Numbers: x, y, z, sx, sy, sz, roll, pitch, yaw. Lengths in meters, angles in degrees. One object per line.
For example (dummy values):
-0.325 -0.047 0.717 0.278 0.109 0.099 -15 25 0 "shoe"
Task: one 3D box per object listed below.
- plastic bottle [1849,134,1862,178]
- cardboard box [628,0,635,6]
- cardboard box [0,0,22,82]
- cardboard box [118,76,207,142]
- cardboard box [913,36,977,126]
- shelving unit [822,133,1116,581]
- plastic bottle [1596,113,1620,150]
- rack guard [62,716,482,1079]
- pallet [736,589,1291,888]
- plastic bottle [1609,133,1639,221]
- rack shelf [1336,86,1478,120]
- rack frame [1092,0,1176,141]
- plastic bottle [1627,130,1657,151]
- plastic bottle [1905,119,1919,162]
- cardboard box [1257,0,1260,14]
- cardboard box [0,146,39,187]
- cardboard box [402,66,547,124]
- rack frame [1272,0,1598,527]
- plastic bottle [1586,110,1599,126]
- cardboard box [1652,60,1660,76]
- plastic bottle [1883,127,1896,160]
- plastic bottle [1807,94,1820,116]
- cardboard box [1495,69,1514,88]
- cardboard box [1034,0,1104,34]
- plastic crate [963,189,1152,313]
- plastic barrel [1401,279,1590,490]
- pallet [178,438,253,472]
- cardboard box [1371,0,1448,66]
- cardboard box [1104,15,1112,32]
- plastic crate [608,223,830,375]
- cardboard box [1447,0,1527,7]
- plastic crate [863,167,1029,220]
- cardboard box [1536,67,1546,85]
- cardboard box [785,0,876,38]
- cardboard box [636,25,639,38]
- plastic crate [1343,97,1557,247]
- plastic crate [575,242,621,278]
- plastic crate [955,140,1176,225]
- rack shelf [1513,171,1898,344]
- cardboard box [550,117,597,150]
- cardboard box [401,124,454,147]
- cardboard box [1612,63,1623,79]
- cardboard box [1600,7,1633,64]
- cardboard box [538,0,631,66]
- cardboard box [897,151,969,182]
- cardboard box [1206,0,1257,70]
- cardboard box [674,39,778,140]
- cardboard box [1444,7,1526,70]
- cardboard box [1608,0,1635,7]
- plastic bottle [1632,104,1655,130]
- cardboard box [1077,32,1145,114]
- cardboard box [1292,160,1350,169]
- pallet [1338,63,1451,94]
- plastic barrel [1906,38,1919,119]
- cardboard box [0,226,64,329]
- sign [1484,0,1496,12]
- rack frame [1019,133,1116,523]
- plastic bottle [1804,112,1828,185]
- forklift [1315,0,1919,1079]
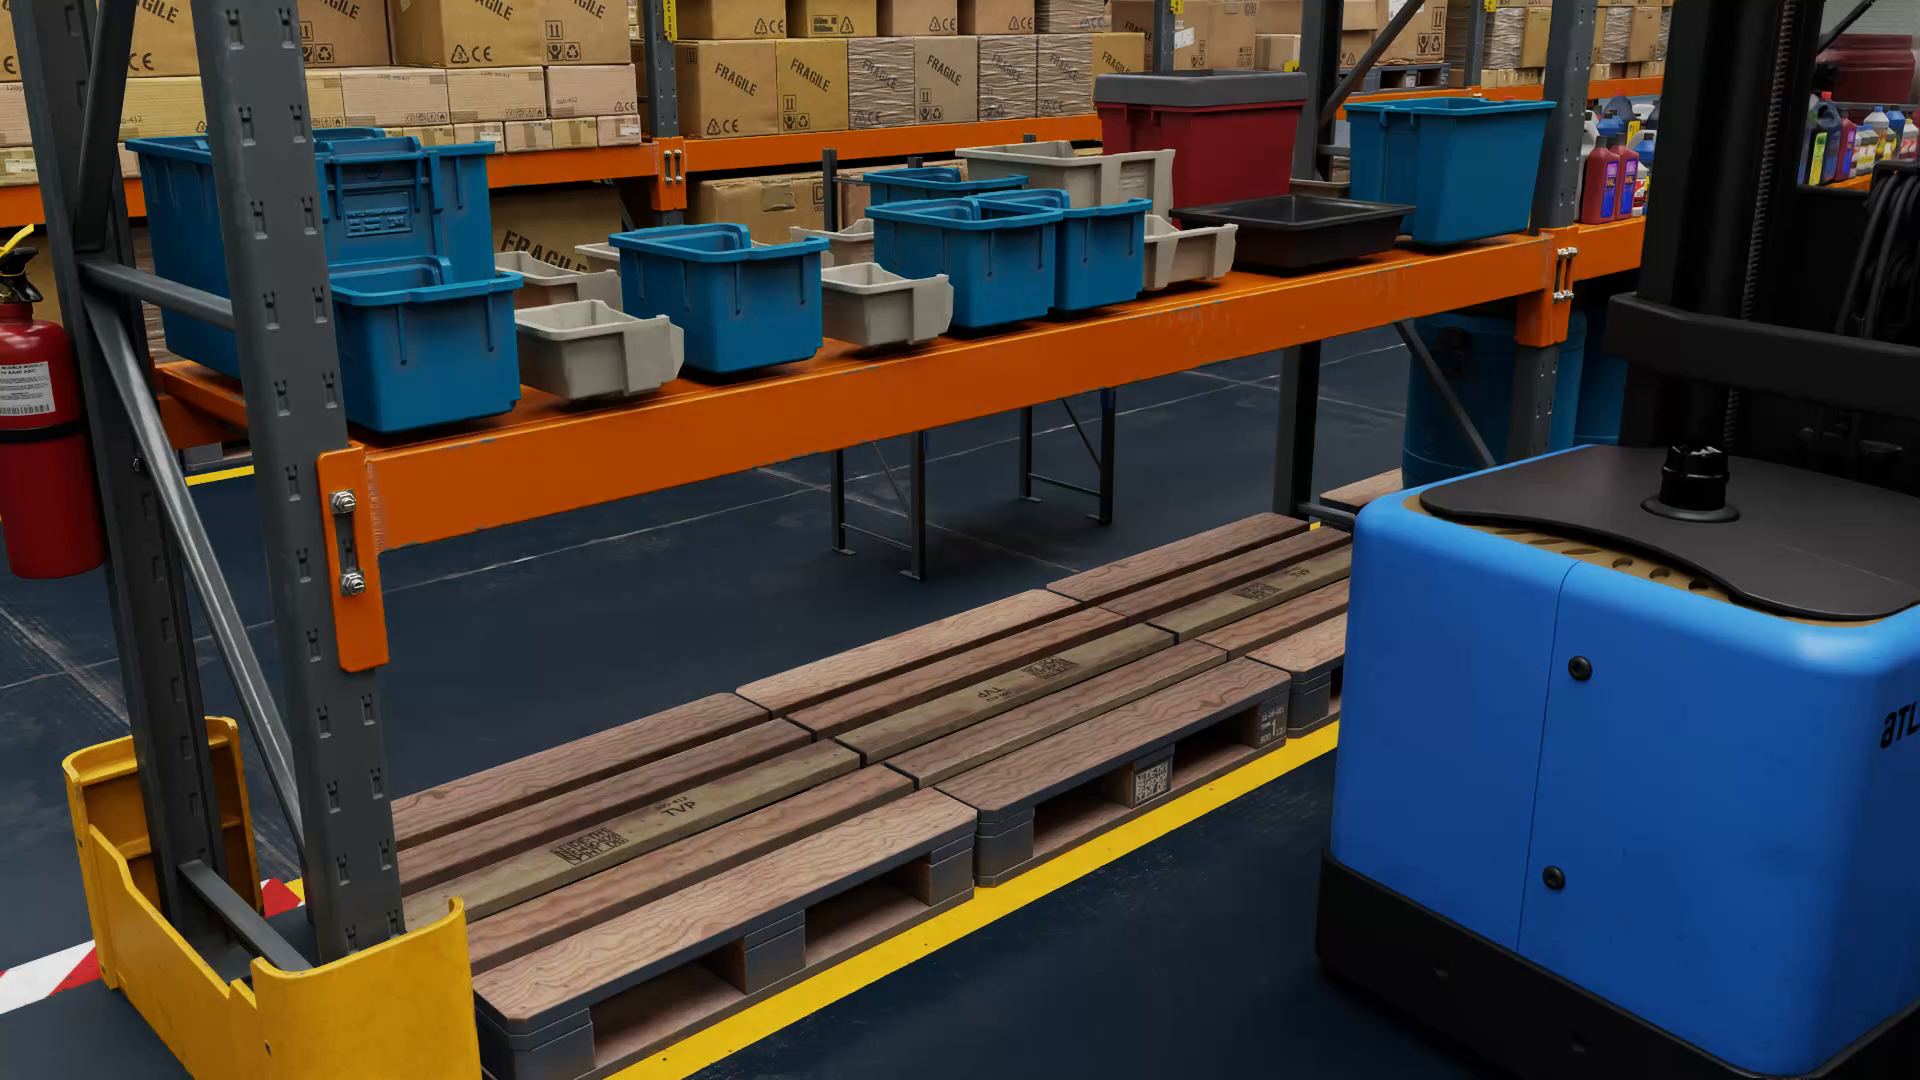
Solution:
3.698 -1.618 6.933 0.097 0.201 0.097 0 18 0 "plastic bottle"
-4.144 -6.201 19.421 0.500 0.500 0.500 17 24 42 "cardboard box"
-3.860 -2.096 6.631 0.500 0.500 0.500 -17 25 -42 "cardboard box"
-3.483 -1.851 7.090 0.500 0.250 0.500 17 25 42 "cardboard box"
-0.245 -2.782 10.040 0.500 0.500 0.500 -16 24 -40 "cardboard box"
0.062 -0.732 6.309 1.048 1.500 0.538 -16 24 -41 "shelving unit"
2.613 -1.592 6.741 0.097 0.271 0.097 0 18 0 "plastic bottle"
-1.363 0.785 3.253 0.348 0.500 1.175 -16 24 -41 "rack guard"
0.157 0.491 4.628 1.213 0.211 1.003 -16 24 -41 "pallet"
2.208 -1.215 5.556 0.133 0.283 0.061 -16 24 -41 "plastic bottle"
2.508 -3.299 12.962 4.000 0.370 1.077 -16 24 -41 "rack shelf"
1.055 -3.217 11.544 0.127 3.000 1.000 -16 24 -41 "rack frame"
2.415 -1.291 5.804 0.135 0.276 0.152 -16 24 -41 "plastic bottle"
4.193 -1.762 7.379 0.097 0.201 0.097 0 18 0 "plastic bottle"
3.237 -6.560 19.862 0.550 0.550 0.875 -16 24 -41 "cardboard box"
-3.902 -1.513 6.695 0.250 0.149 0.380 -17 25 -42 "cardboard box"
-2.366 -2.177 8.097 0.500 0.250 0.500 -15 23 -39 "cardboard box"
1.552 -1.260 5.507 0.127 3.000 1.000 -16 24 -41 "rack frame"
2.514 -1.619 6.815 0.135 0.276 0.152 -16 24 -41 "plastic bottle"
6.621 -4.633 16.319 0.250 0.149 0.380 -16 24 -41 "cardboard box"
3.981 -1.700 7.188 0.097 0.201 0.097 0 18 0 "plastic bottle"
4.026 -1.995 7.975 0.135 0.276 0.152 -16 24 -41 "plastic bottle"
4.515 -3.974 14.284 0.250 0.149 0.380 -16 24 -41 "cardboard box"
0.513 -3.591 10.907 0.637 0.503 0.797 -15 23 -39 "cardboard box"
0.225 -0.682 3.899 0.300 0.233 0.416 -16 24 -41 "plastic crate"
1.959 -0.573 6.109 0.708 0.901 0.600 -16 24 -41 "plastic barrel"
-3.344 -0.640 8.116 1.213 0.211 1.003 -16 24 -41 "pallet"
3.288 -4.413 13.579 1.000 1.000 1.000 -16 24 -40 "cardboard box"
1.271 -5.472 18.254 0.550 0.550 0.875 -16 24 -41 "cardboard box"
-0.471 -0.479 3.273 0.300 0.233 0.416 -16 24 -41 "plastic crate"
4.463 -4.768 14.061 0.500 0.500 0.500 -16 24 -41 "cardboard box"
-0.039 -0.854 4.428 0.300 0.233 0.416 -16 24 -41 "plastic crate"
5.063 -4.132 14.772 0.250 0.149 0.380 -16 24 -41 "cardboard box"
-0.886 -3.174 9.624 0.637 0.503 0.797 -16 24 -40 "cardboard box"
-2.708 -4.252 13.980 0.250 0.149 0.380 -16 24 -40 "cardboard box"
1.447 -1.105 4.959 0.575 0.384 0.392 -16 24 -41 "plastic crate"
-0.666 -0.587 3.761 0.243 0.136 0.396 -16 24 -41 "plastic crate"
0.315 -0.950 4.645 0.530 0.282 0.437 -16 24 -41 "plastic crate"
3.005 -1.341 6.925 4.000 0.370 1.077 -16 24 -41 "rack shelf"
-2.035 -2.057 8.374 0.250 0.149 0.380 -16 24 -40 "cardboard box"
-2.595 -1.894 7.870 0.250 0.149 0.380 -16 24 -40 "cardboard box"
6.072 -4.476 15.833 0.250 0.149 0.380 -16 24 -41 "cardboard box"
5.776 -4.762 15.664 0.500 0.500 0.875 -16 24 -41 "cardboard box"
-2.002 -2.639 8.306 0.500 0.500 0.500 -15 23 -39 "cardboard box"
-0.114 -2.078 10.793 0.875 0.875 1.225 -16 24 -41 "cardboard box"
1.757 -3.729 12.279 0.500 0.500 0.700 -12 22 -33 "cardboard box"
-1.345 -2.459 9.042 0.500 0.500 0.500 -16 24 -41 "cardboard box"
4.331 -4.335 14.348 0.500 0.500 0.875 -16 24 -41 "cardboard box"
5.914 -5.193 15.371 0.500 0.500 0.500 -16 24 -41 "cardboard box"
2.914 -1.735 7.174 0.135 0.276 0.152 -16 24 -41 "plastic bottle"
0.867 -3.105 11.035 0.500 0.500 0.500 -15 23 -39 "cardboard box"
3.141 -2.863 13.791 0.500 0.500 0.700 -16 24 -41 "cardboard box"
3.306 -3.844 13.789 1.213 0.211 1.003 -16 24 -41 "pallet"
5.059 -2.426 8.923 0.421 0.512 0.421 0 18 0 "plastic barrel"
-4.348 -0.865 7.052 0.875 0.875 0.875 -16 24 -41 "cardboard box"
4.345 -4.492 13.599 0.005 0.325 0.100 -16 24 -41 "sign"
0.431 -0.839 6.641 0.032 1.500 0.500 -16 24 -41 "rack frame"
3.395 -1.561 6.625 0.133 0.283 0.061 -16 24 -41 "plastic bottle"
2.244 -0.602 3.590 3.031 2.935 1.130 -13 22 -35 "forklift"
